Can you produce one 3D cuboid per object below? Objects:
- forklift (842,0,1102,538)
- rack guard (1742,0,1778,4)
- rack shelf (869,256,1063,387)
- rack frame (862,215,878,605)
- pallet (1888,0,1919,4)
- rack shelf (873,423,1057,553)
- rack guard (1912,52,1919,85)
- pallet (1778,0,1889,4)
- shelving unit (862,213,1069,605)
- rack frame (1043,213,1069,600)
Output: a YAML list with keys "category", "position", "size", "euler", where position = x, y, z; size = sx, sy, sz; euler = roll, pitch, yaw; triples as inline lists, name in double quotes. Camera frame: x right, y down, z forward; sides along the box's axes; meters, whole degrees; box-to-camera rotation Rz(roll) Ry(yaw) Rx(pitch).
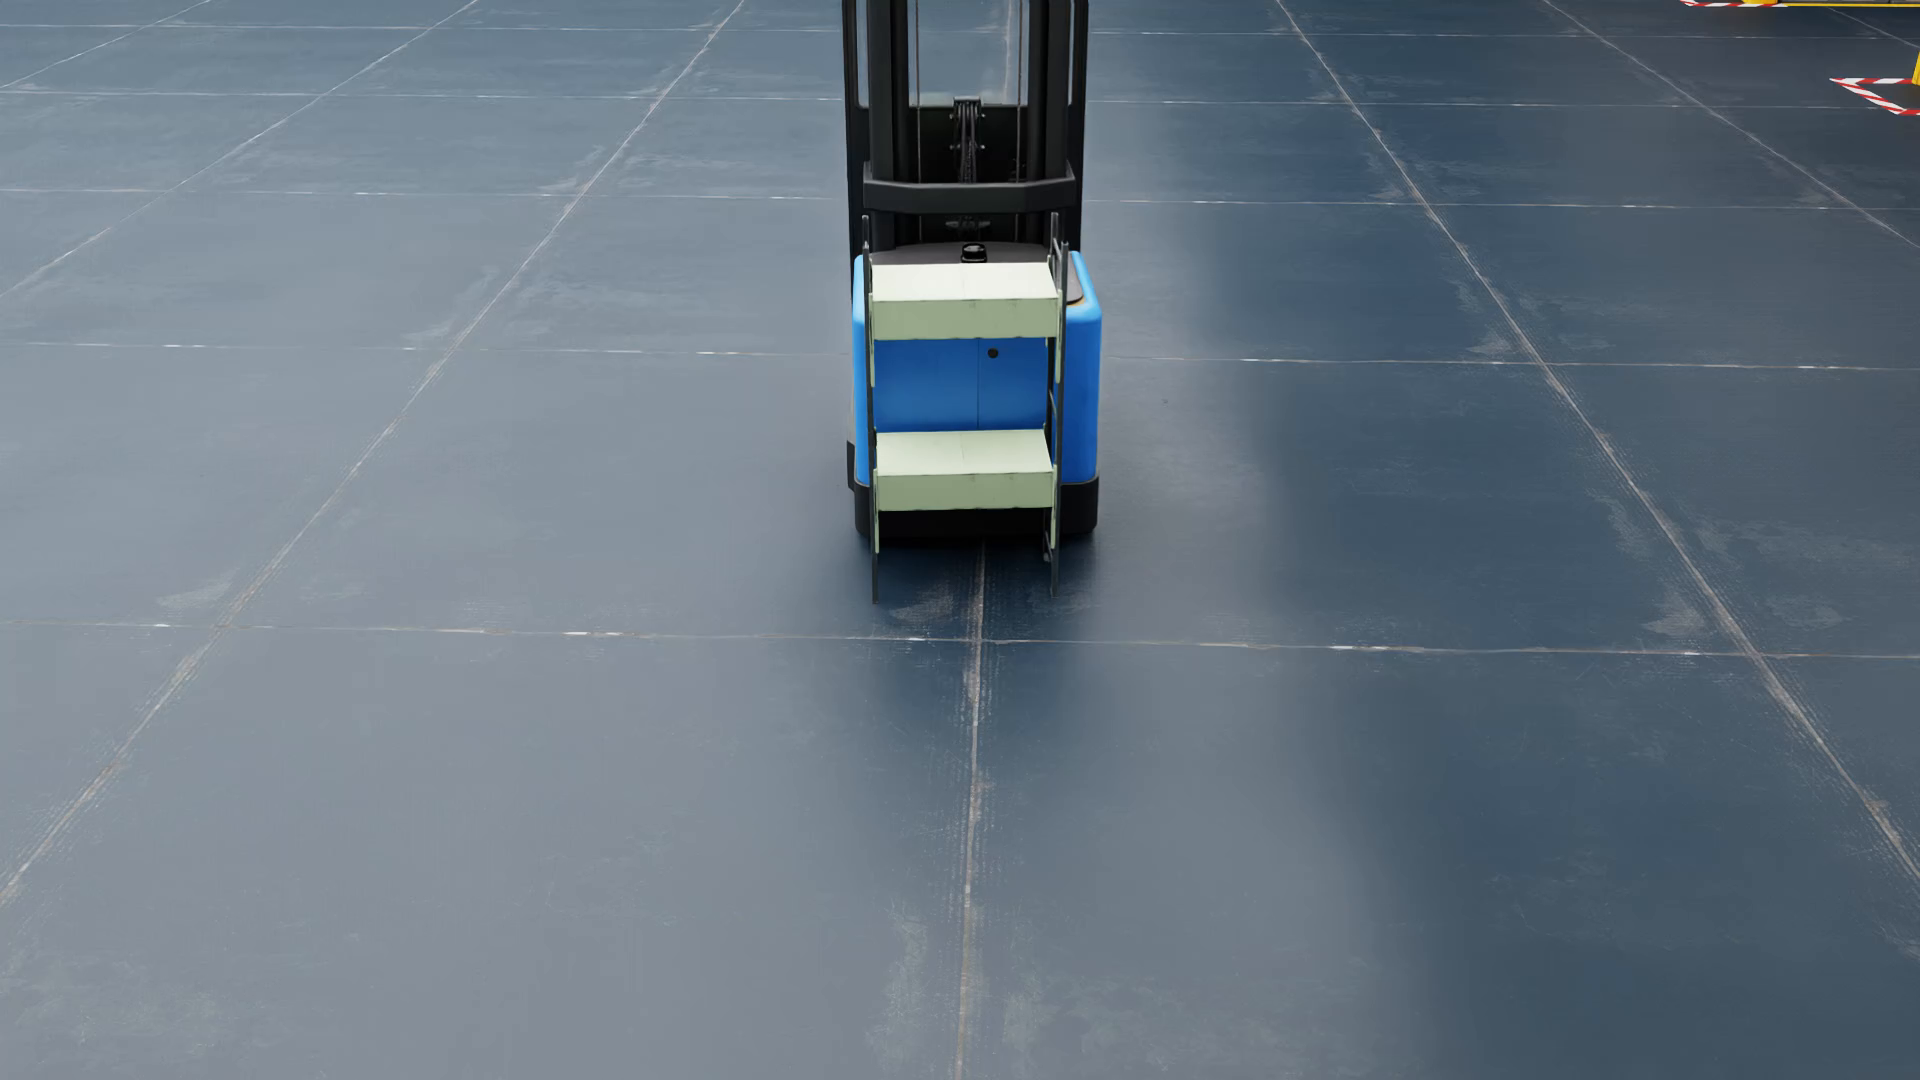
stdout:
- category: "forklift"
  position: [0.011, -1.958, 7.814]
  size: [1.130, 2.935, 3.031]
  euler: [-1, 28, -2]
- category: "rack guard"
  position: [8.958, -6.458, 18.898]
  size: [0.348, 0.500, 1.175]
  euler: [1, 28, 2]
- category: "rack shelf"
  position: [0.011, -0.848, 6.414]
  size: [0.720, 0.370, 0.431]
  euler: [-1, 28, -3]
- category: "rack frame"
  position: [-0.354, -0.494, 6.580]
  size: [0.023, 1.500, 0.400]
  euler: [-1, 28, -3]
- category: "pallet"
  position: [10.986, -6.293, 18.895]
  size: [1.213, 0.211, 1.003]
  euler: [1, 28, 2]
- category: "rack shelf"
  position: [0.011, -0.215, 6.750]
  size: [0.720, 0.370, 0.431]
  euler: [-1, 28, -3]
- category: "rack guard"
  position: [8.782, -4.117, 14.483]
  size: [0.348, 0.500, 1.175]
  euler: [1, 28, 2]
- category: "pallet"
  position: [9.770, -6.314, 18.936]
  size: [1.213, 0.211, 1.003]
  euler: [1, 28, 2]
- category: "shelving unit"
  position: [0.011, -0.503, 6.597]
  size: [0.755, 1.500, 0.431]
  euler: [-1, 28, -3]
- category: "rack frame"
  position: [0.377, -0.512, 6.614]
  size: [0.023, 1.500, 0.400]
  euler: [-1, 28, -3]
